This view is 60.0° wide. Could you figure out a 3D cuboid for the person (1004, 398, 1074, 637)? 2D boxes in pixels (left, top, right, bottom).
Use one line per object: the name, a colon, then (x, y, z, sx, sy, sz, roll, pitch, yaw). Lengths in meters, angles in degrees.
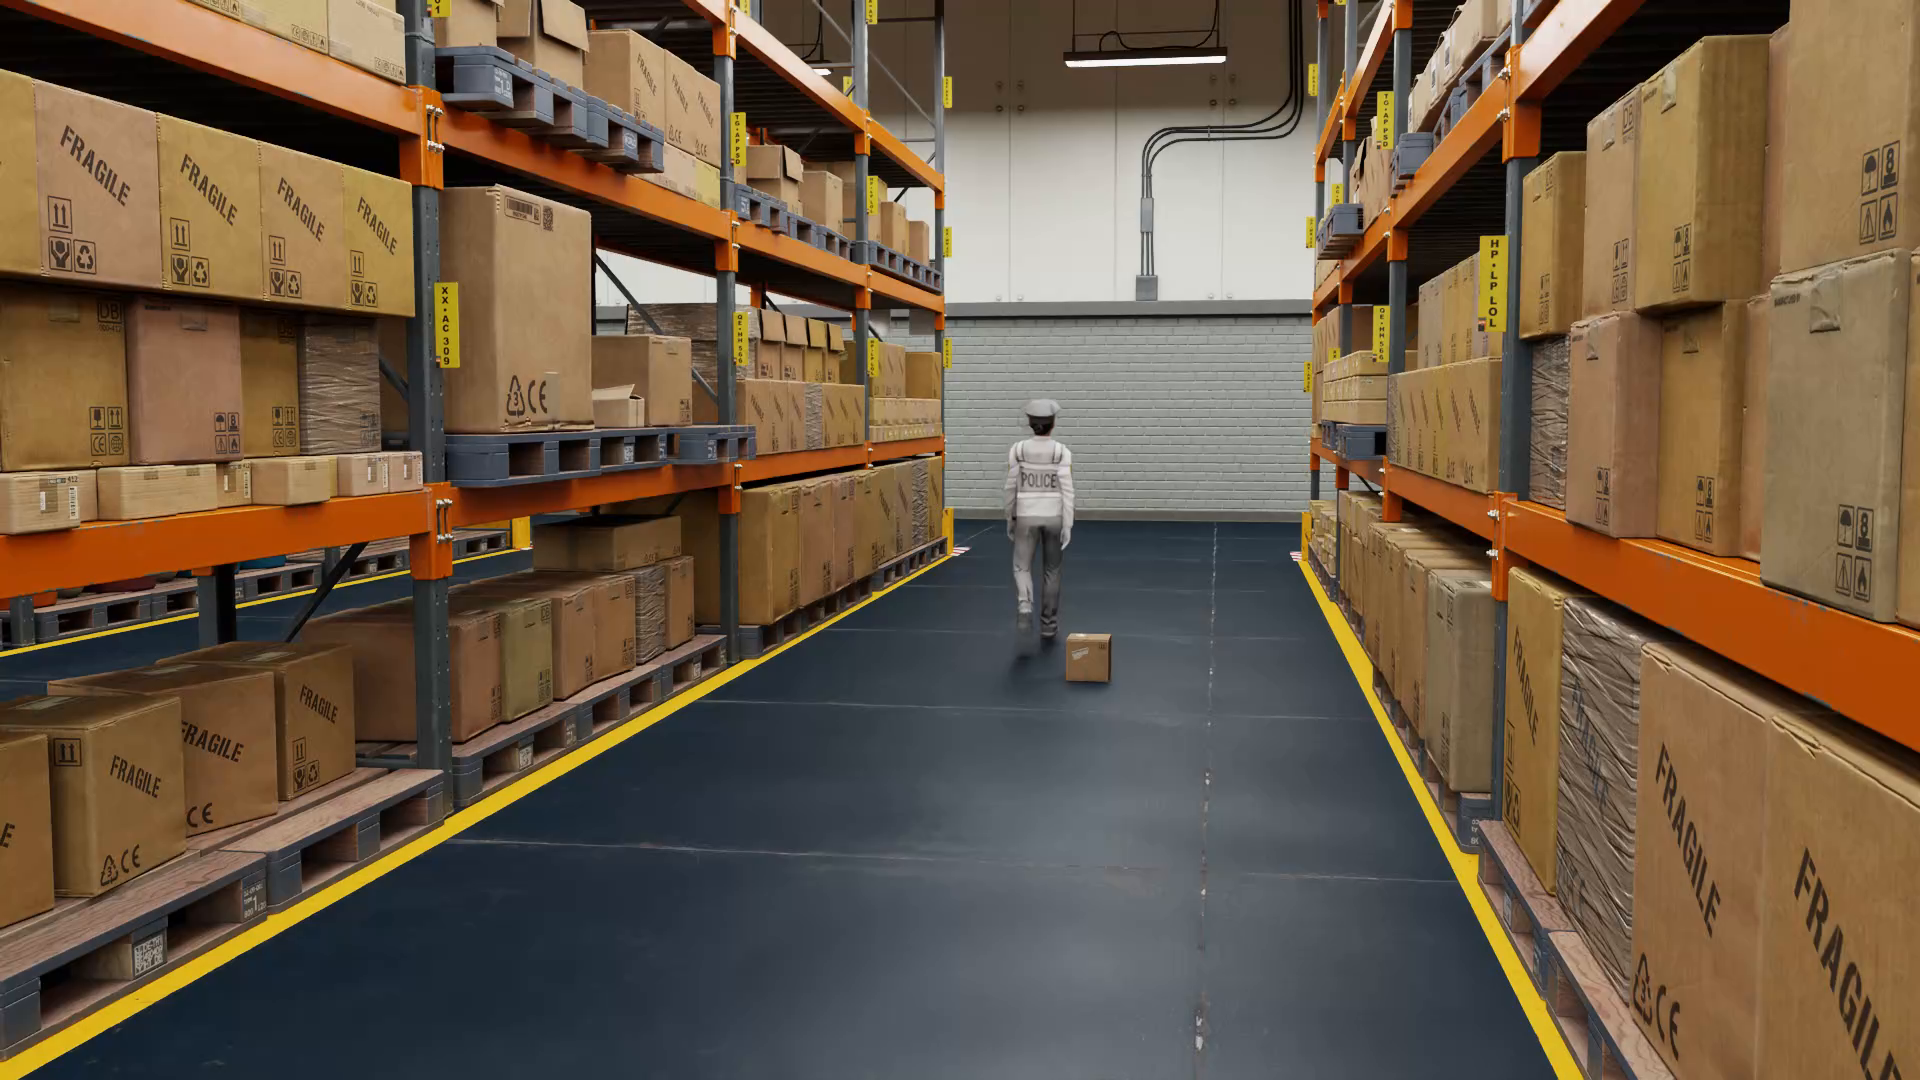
person: (0.537, -0.138, 11.320, 0.479, 1.648, 0.883, 0, 5, 3)
